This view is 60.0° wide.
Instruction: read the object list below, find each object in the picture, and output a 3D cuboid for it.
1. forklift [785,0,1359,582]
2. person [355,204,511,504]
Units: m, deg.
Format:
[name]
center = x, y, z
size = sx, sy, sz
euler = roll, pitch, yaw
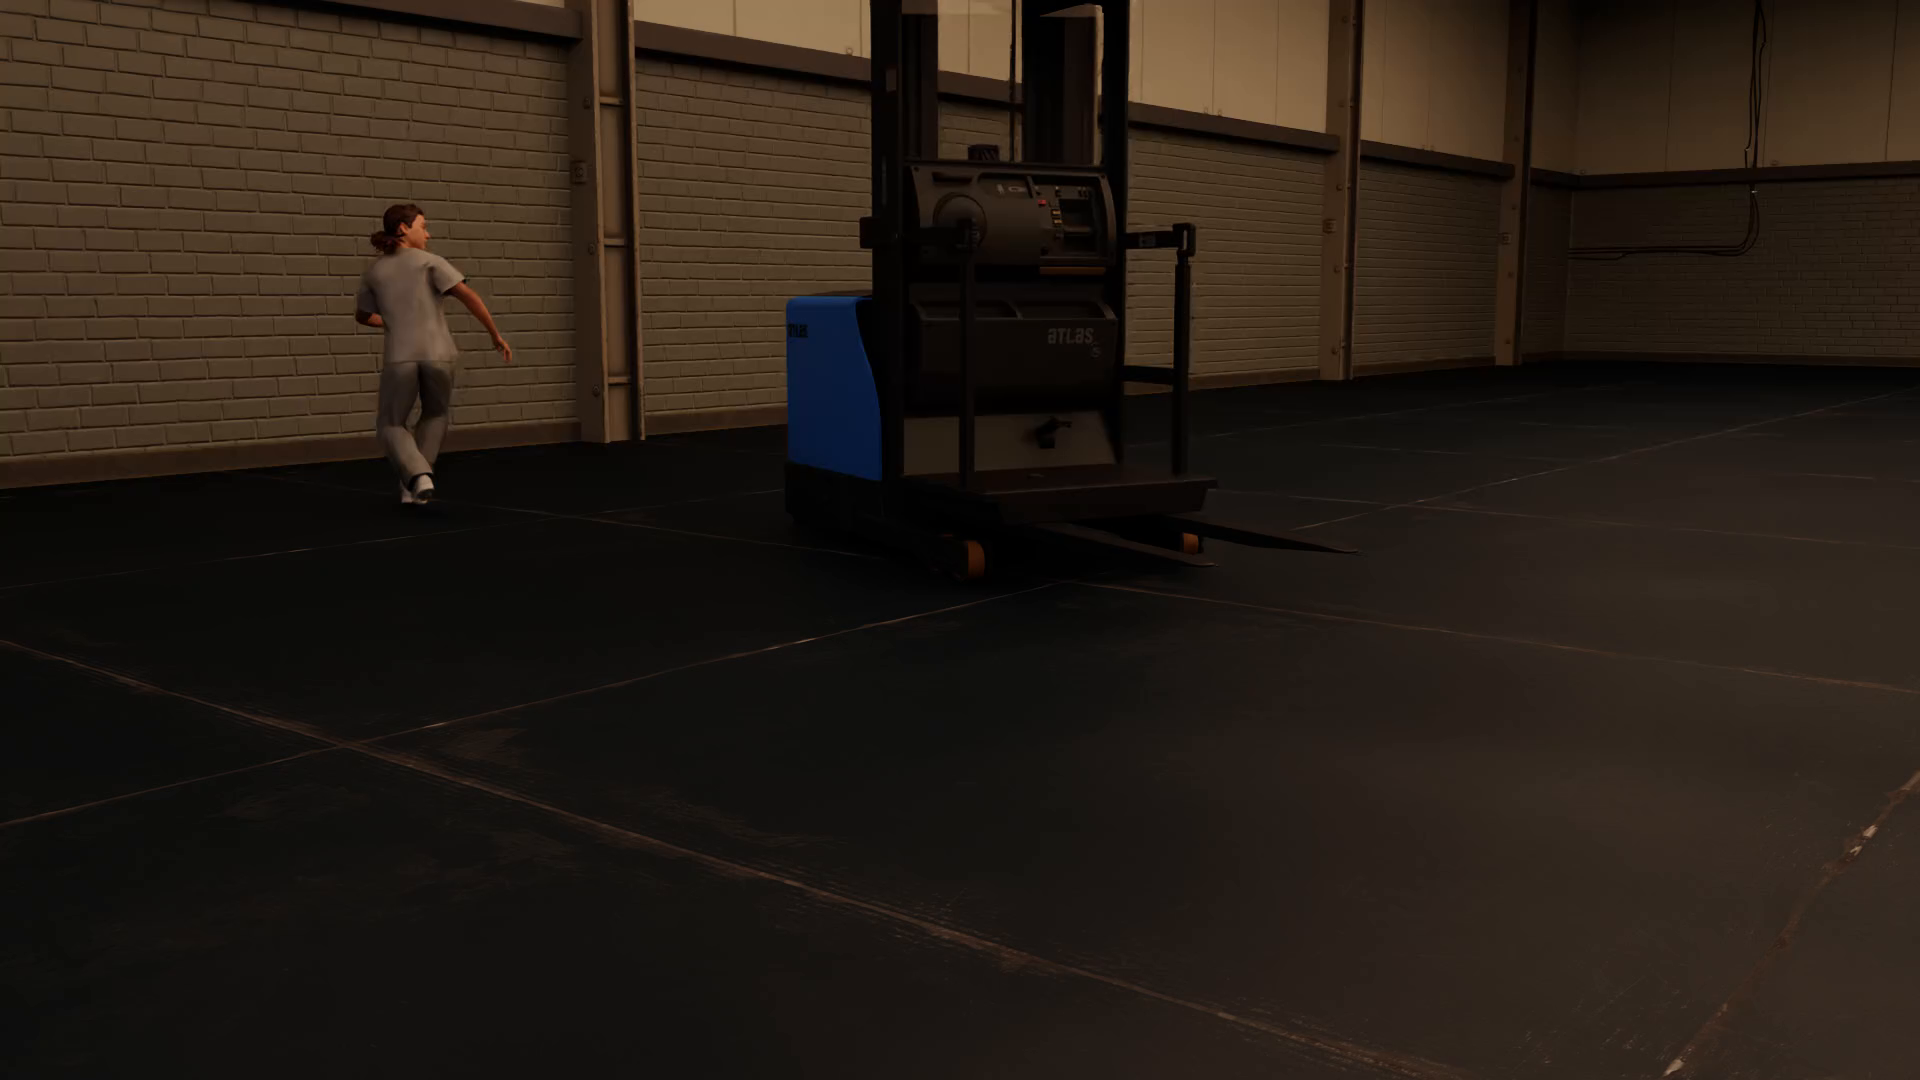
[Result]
[forklift]
center = 0.330, -1.363, 6.598
size = 1.130, 2.935, 3.031
euler = -5, 9, -28
[person]
center = -2.677, -0.926, 8.462
size = 0.774, 1.542, 0.806
euler = -2, 8, -11
